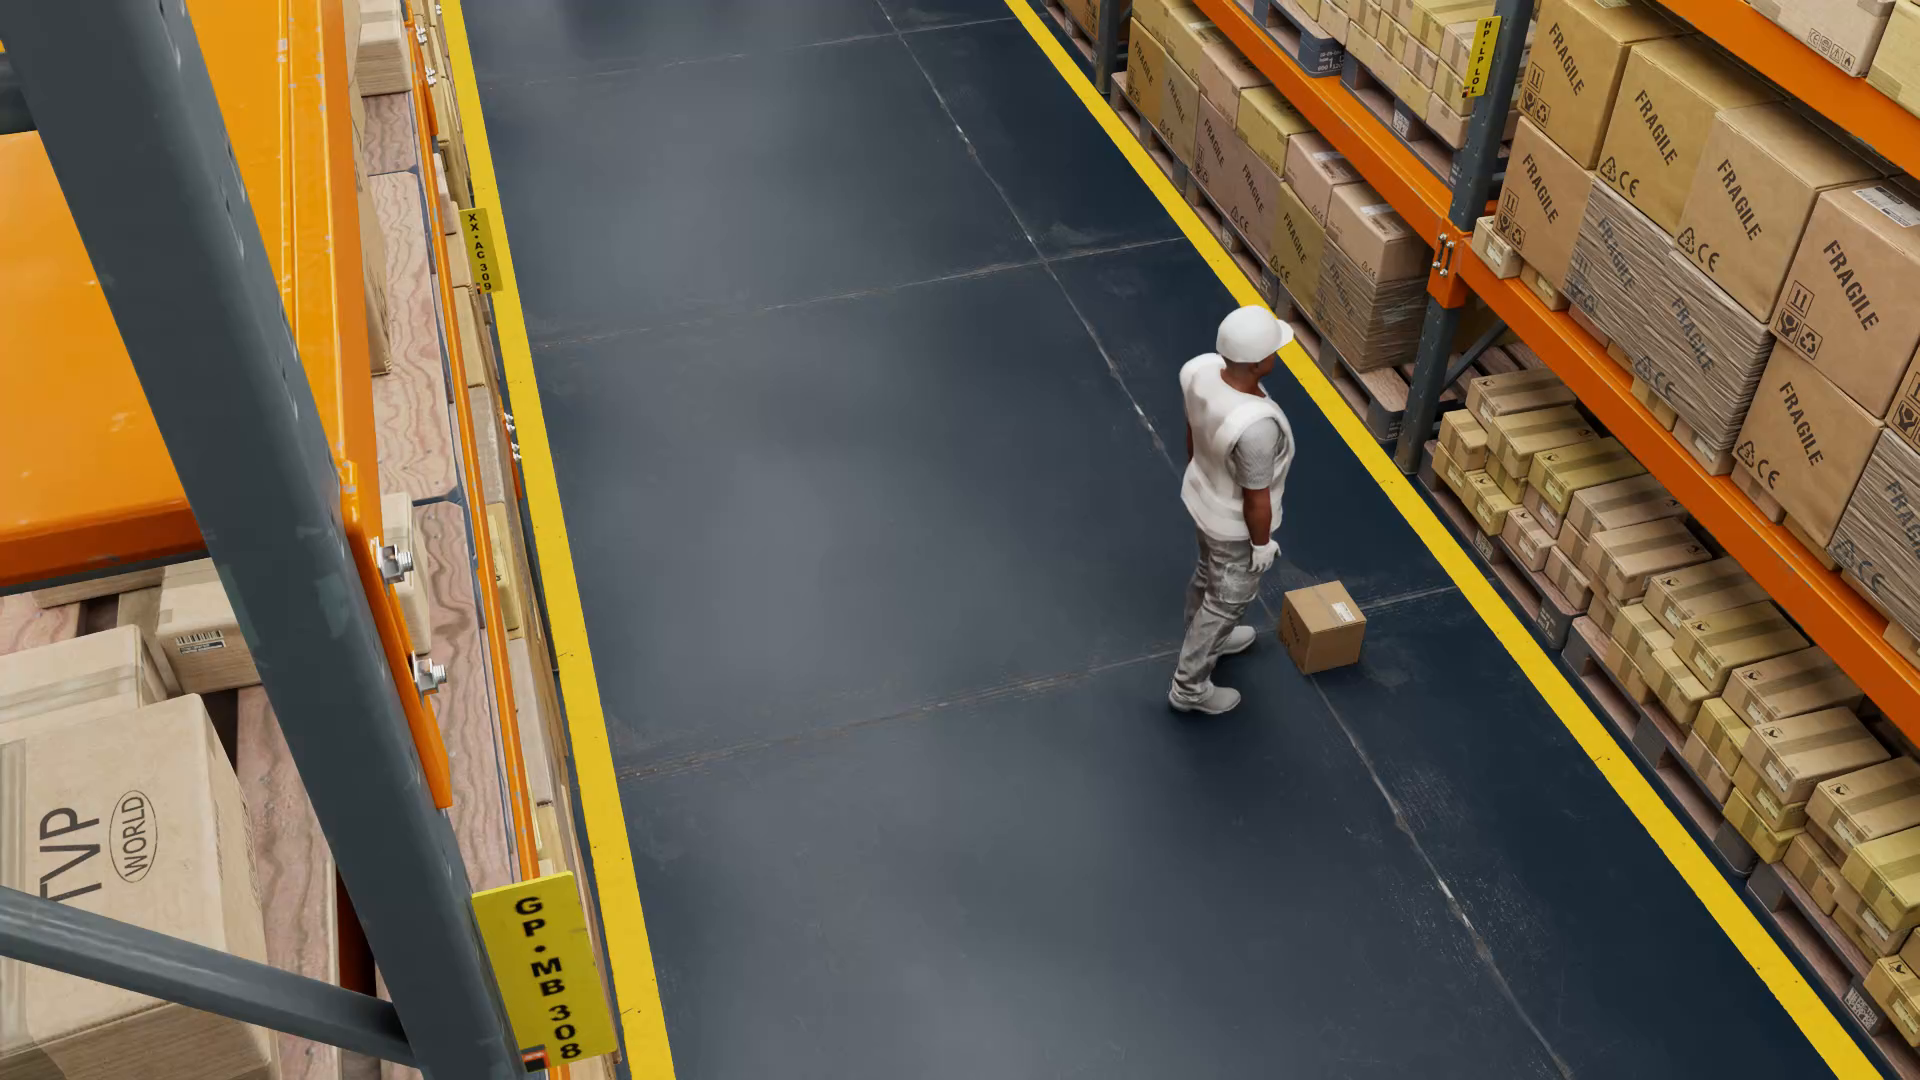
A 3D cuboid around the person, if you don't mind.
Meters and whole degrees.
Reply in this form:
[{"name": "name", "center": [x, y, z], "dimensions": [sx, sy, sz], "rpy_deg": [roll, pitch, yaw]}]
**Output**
[{"name": "person", "center": [1.038, -0.116, 6.283], "dimensions": [0.497, 1.806, 0.558], "rpy_deg": [-11, 43, -12]}]
